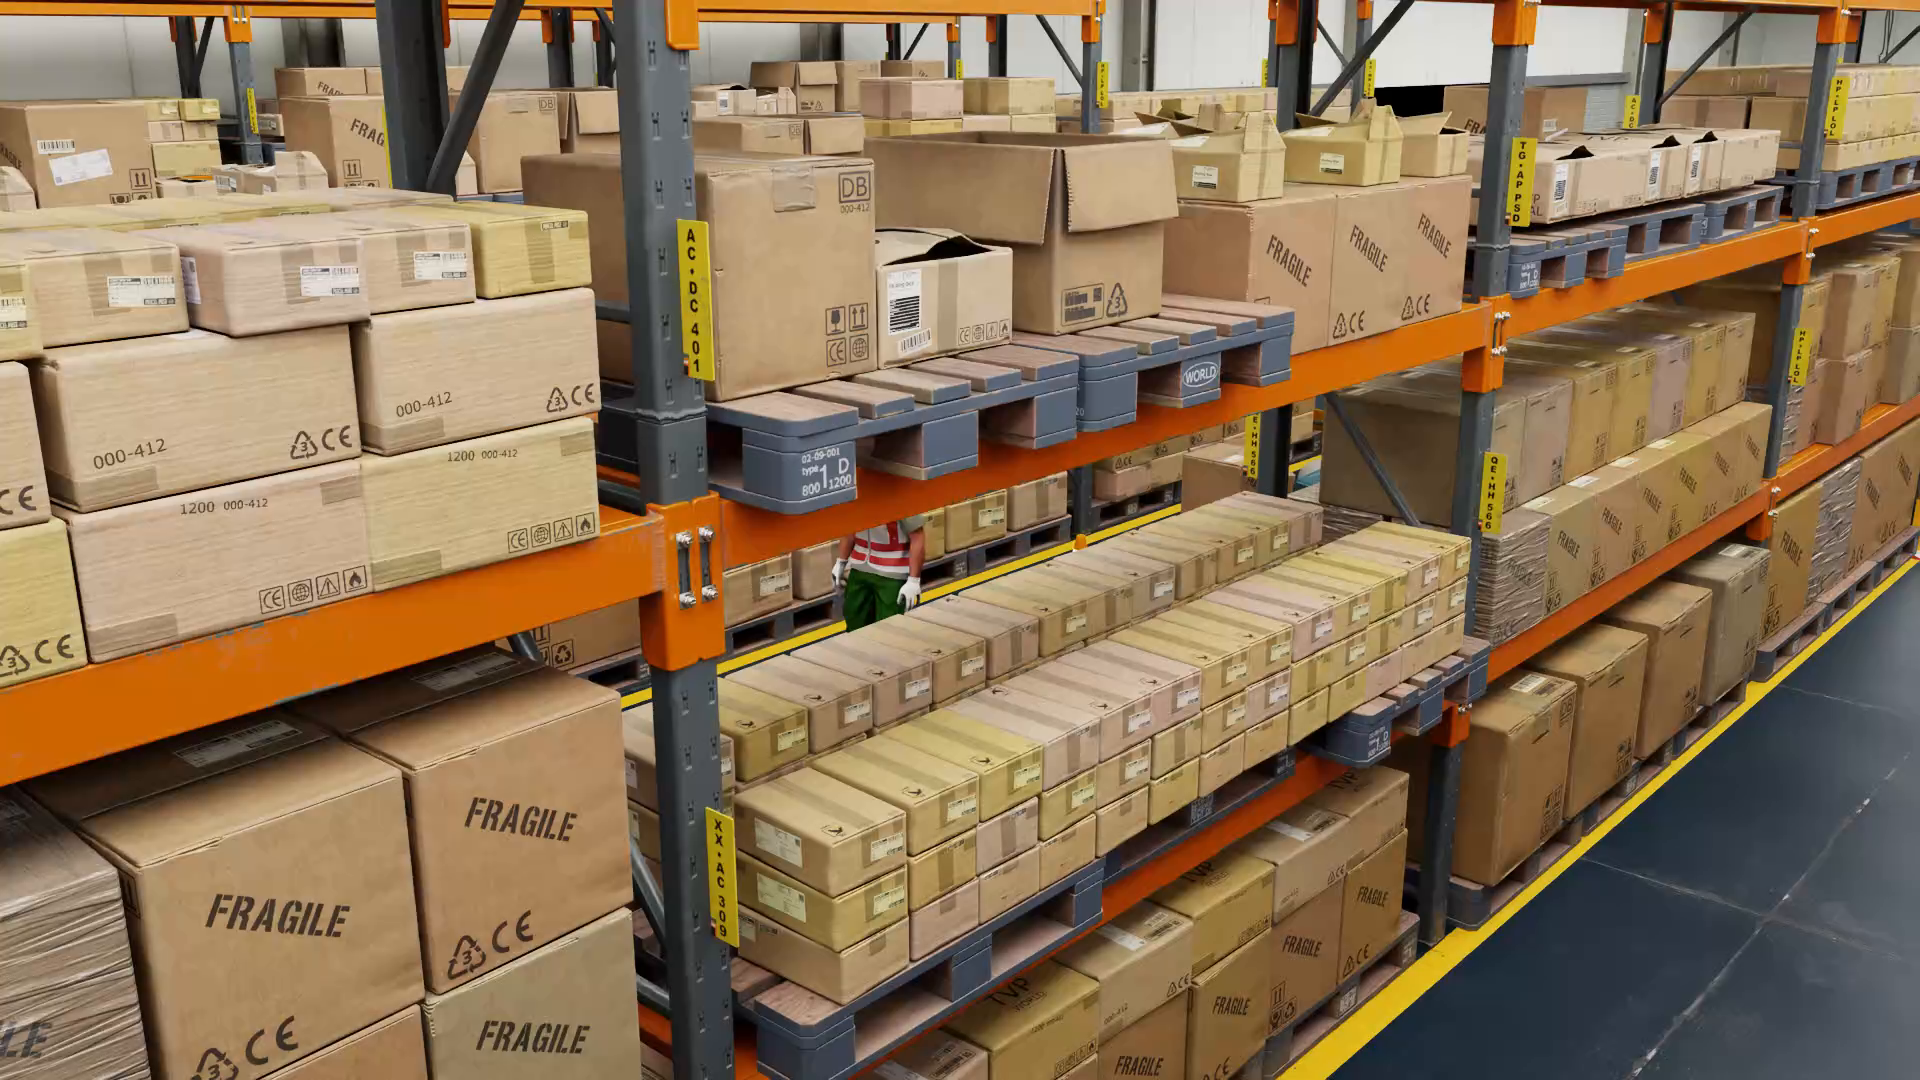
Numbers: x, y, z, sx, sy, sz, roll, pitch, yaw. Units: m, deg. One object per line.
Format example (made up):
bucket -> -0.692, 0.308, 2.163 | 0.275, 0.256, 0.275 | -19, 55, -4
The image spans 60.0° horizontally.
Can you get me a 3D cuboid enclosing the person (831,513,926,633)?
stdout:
person -> -0.466, 0.207, 9.328 | 0.618, 1.779, 0.452 | 13, 21, 36
